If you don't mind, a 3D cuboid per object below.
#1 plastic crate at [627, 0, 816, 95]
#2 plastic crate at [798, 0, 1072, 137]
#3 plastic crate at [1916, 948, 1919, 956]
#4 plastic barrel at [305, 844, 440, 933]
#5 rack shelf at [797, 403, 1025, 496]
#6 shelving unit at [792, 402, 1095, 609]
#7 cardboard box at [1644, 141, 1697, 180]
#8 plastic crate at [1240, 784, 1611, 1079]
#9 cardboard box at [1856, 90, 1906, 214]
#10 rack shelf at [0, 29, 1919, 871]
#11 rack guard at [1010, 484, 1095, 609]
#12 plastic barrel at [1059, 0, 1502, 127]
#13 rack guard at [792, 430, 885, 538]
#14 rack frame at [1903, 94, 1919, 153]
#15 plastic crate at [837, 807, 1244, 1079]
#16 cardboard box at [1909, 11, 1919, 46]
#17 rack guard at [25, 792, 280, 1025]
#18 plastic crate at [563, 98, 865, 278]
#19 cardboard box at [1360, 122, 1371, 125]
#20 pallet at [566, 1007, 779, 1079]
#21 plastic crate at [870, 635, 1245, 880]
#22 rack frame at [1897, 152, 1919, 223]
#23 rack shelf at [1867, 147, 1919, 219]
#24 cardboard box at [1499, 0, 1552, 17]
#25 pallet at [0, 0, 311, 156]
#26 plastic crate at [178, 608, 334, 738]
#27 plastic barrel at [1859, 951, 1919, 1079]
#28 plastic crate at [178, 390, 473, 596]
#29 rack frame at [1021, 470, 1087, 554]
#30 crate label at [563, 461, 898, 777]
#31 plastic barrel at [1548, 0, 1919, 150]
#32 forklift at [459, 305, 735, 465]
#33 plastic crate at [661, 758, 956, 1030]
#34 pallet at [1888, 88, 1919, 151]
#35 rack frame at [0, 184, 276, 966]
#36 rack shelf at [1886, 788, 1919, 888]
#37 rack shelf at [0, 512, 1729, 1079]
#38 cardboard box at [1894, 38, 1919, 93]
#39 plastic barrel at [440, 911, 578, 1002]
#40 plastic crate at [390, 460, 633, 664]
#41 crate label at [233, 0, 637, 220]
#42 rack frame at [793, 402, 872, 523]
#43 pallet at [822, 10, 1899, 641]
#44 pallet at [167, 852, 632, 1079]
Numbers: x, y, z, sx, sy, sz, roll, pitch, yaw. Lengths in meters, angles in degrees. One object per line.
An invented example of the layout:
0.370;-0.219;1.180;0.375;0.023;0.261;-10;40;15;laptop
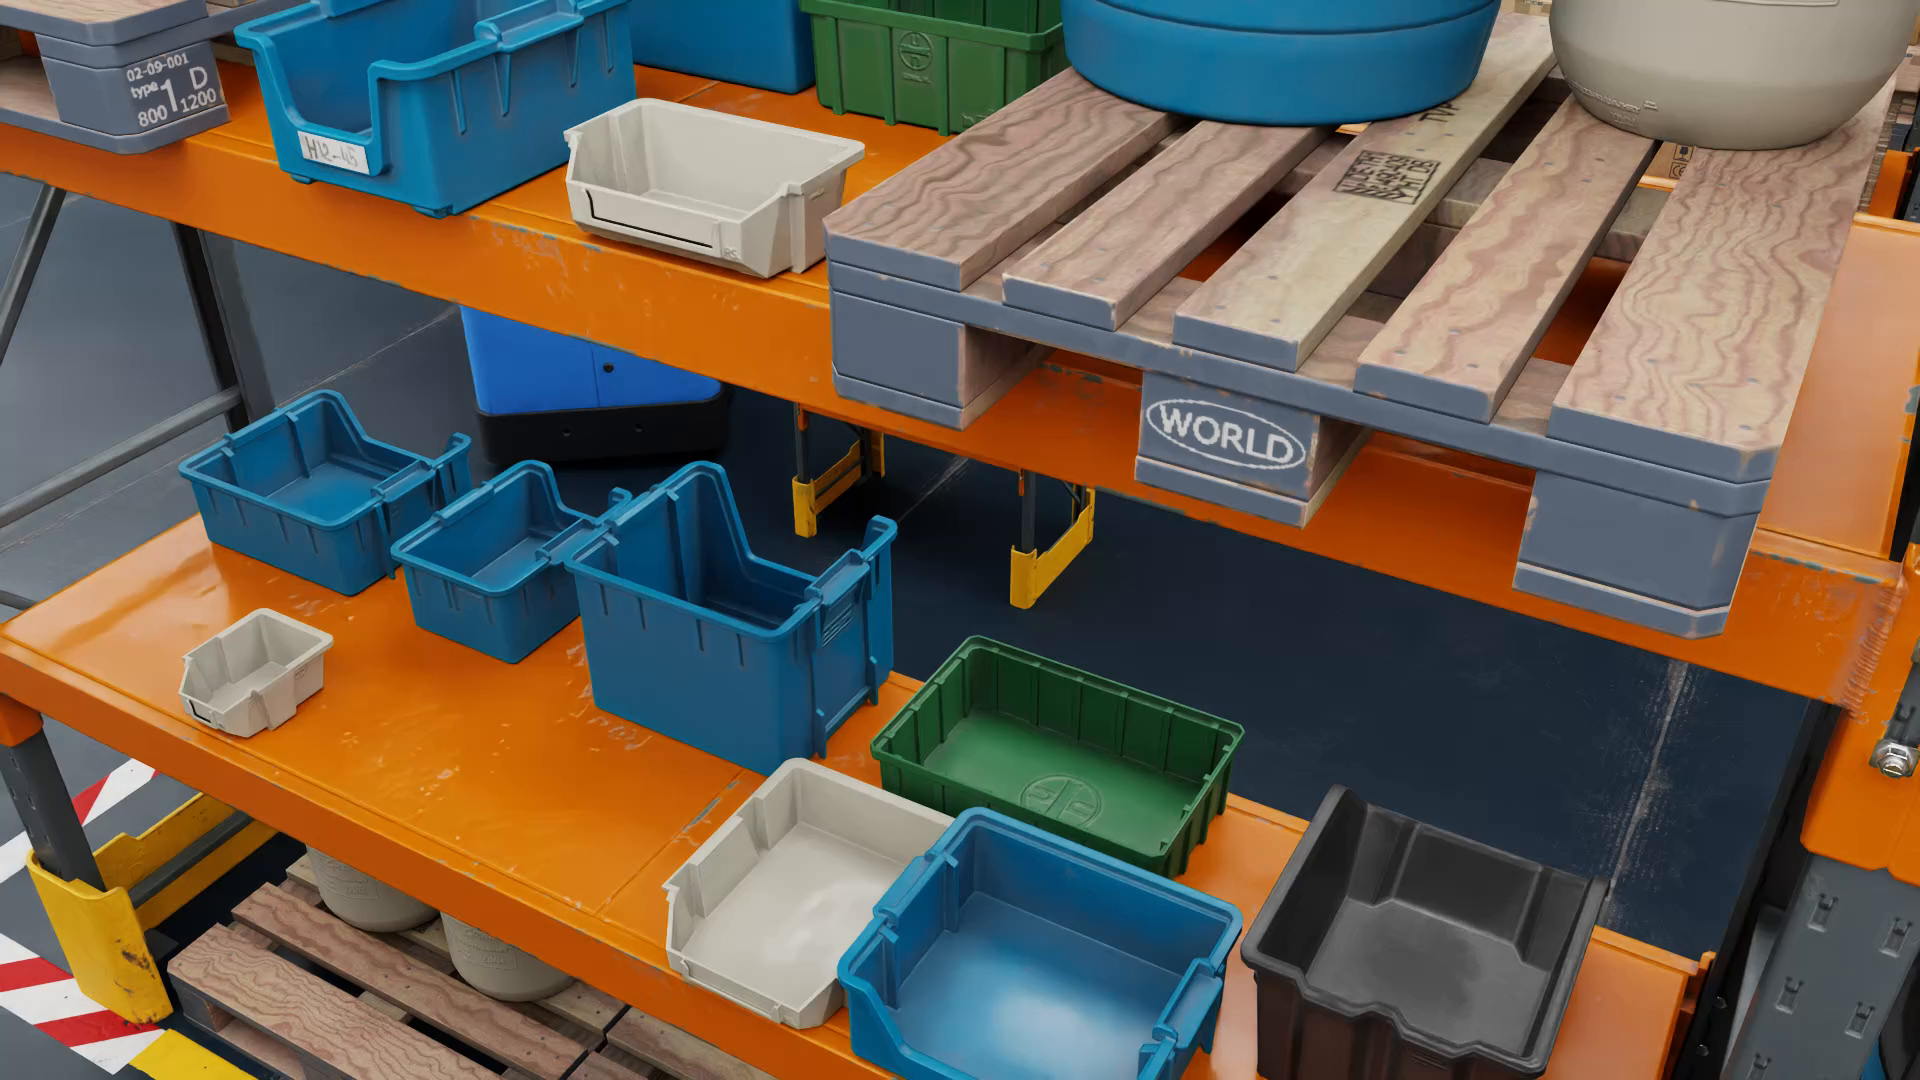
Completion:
-0.425;-1.055;2.936;0.575;0.384;0.392;18;37;24;plastic crate
0.008;-0.818;2.757;0.450;0.188;0.336;18;37;24;plastic crate
1.815;0.867;2.685;0.583;0.464;0.402;18;37;24;plastic crate
-1.621;0.812;4.690;0.421;0.512;0.421;0;34;0;plastic barrel
-0.074;-0.498;6.469;1.000;0.185;0.538;18;37;24;rack shelf
-0.066;-0.645;6.366;1.083;1.500;0.587;18;37;24;shelving unit
2.854;-1.778;6.623;0.500;0.500;0.700;17;37;24;cardboard box
0.851;0.728;3.006;0.504;0.338;0.767;18;37;24;plastic crate
3.315;-1.636;6.410;0.500;0.500;0.700;17;37;23;cardboard box
-0.494;-0.592;2.875;4.000;0.370;1.077;18;37;24;rack shelf
0.366;0.012;6.507;0.087;0.250;0.587;18;37;24;rack guard
0.431;-1.050;2.083;0.708;0.901;0.600;18;37;24;plastic barrel
-0.499;-0.262;6.918;0.087;0.250;0.587;18;37;24;rack guard
6.158;-3.860;9.841;0.127;3.000;1.000;18;37;24;rack frame
0.147;0.796;2.983;0.616;0.251;0.499;18;37;24;plastic crate
3.315;-2.176;6.051;0.500;0.500;0.700;18;38;25;cardboard box
-2.141;0.846;5.029;0.348;0.500;1.175;18;37;24;rack guard
-0.352;-0.478;2.294;0.396;0.136;0.243;18;37;24;plastic crate
1.975;-2.058;7.044;0.500;0.500;0.700;19;38;26;cardboard box
-0.383;1.528;4.265;1.213;0.211;1.003;18;37;24;pallet
0.204;0.486;3.504;0.662;0.188;0.450;18;37;24;plastic crate
3.703;-1.475;6.259;0.127;3.000;1.000;18;37;24;rack frame
1.967;-1.726;7.285;4.000;0.370;1.077;18;37;24;rack shelf
2.259;-2.109;6.535;0.250;0.149;0.380;19;38;26;cardboard box
-1.561;-1.088;3.142;1.213;0.211;1.003;18;37;24;pallet
-1.613;0.318;3.804;0.250;0.136;0.298;18;37;24;plastic crate
1.428;0.951;2.164;0.708;0.901;0.600;18;37;24;plastic barrel
-1.647;-0.137;4.384;0.616;0.251;0.499;18;37;24;plastic crate
0.367;-0.508;6.160;0.032;1.500;0.500;18;37;24;rack frame
-0.498;0.169;3.759;0.616;0.435;0.502;18;37;24;crate label
0.966;-0.775;2.022;0.421;0.512;0.421;0;34;0;plastic barrel
-1.736;-2.345;7.627;1.130;2.935;3.031;-5;34;-7;forklift
-0.293;0.692;3.242;0.437;0.136;0.530;18;37;24;plastic crate
5.557;-2.867;10.865;1.213;0.211;1.003;18;37;24;pallet
-2.230;-0.193;4.333;0.127;3.000;1.000;18;37;24;rack frame
2.979;0.508;1.223;4.000;0.370;1.077;18;37;24;rack shelf
-0.494;0.657;3.707;4.000;0.370;1.077;18;37;24;rack shelf
3.361;-1.759;6.009;0.250;0.149;0.380;18;37;24;cardboard box
-1.186;0.950;4.483;0.421;0.512;0.421;0;34;0;plastic barrel
-1.086;0.044;4.112;0.408;0.251;0.499;18;37;24;plastic crate
-0.769;-0.706;2.531;0.408;0.251;0.502;18;37;24;crate label
-0.515;-0.788;6.579;0.032;1.500;0.500;18;37;24;rack frame
0.568;-0.414;2.129;1.003;0.211;1.213;18;37;24;pallet
-1.438;1.192;4.769;1.213;0.211;1.003;18;37;24;pallet
